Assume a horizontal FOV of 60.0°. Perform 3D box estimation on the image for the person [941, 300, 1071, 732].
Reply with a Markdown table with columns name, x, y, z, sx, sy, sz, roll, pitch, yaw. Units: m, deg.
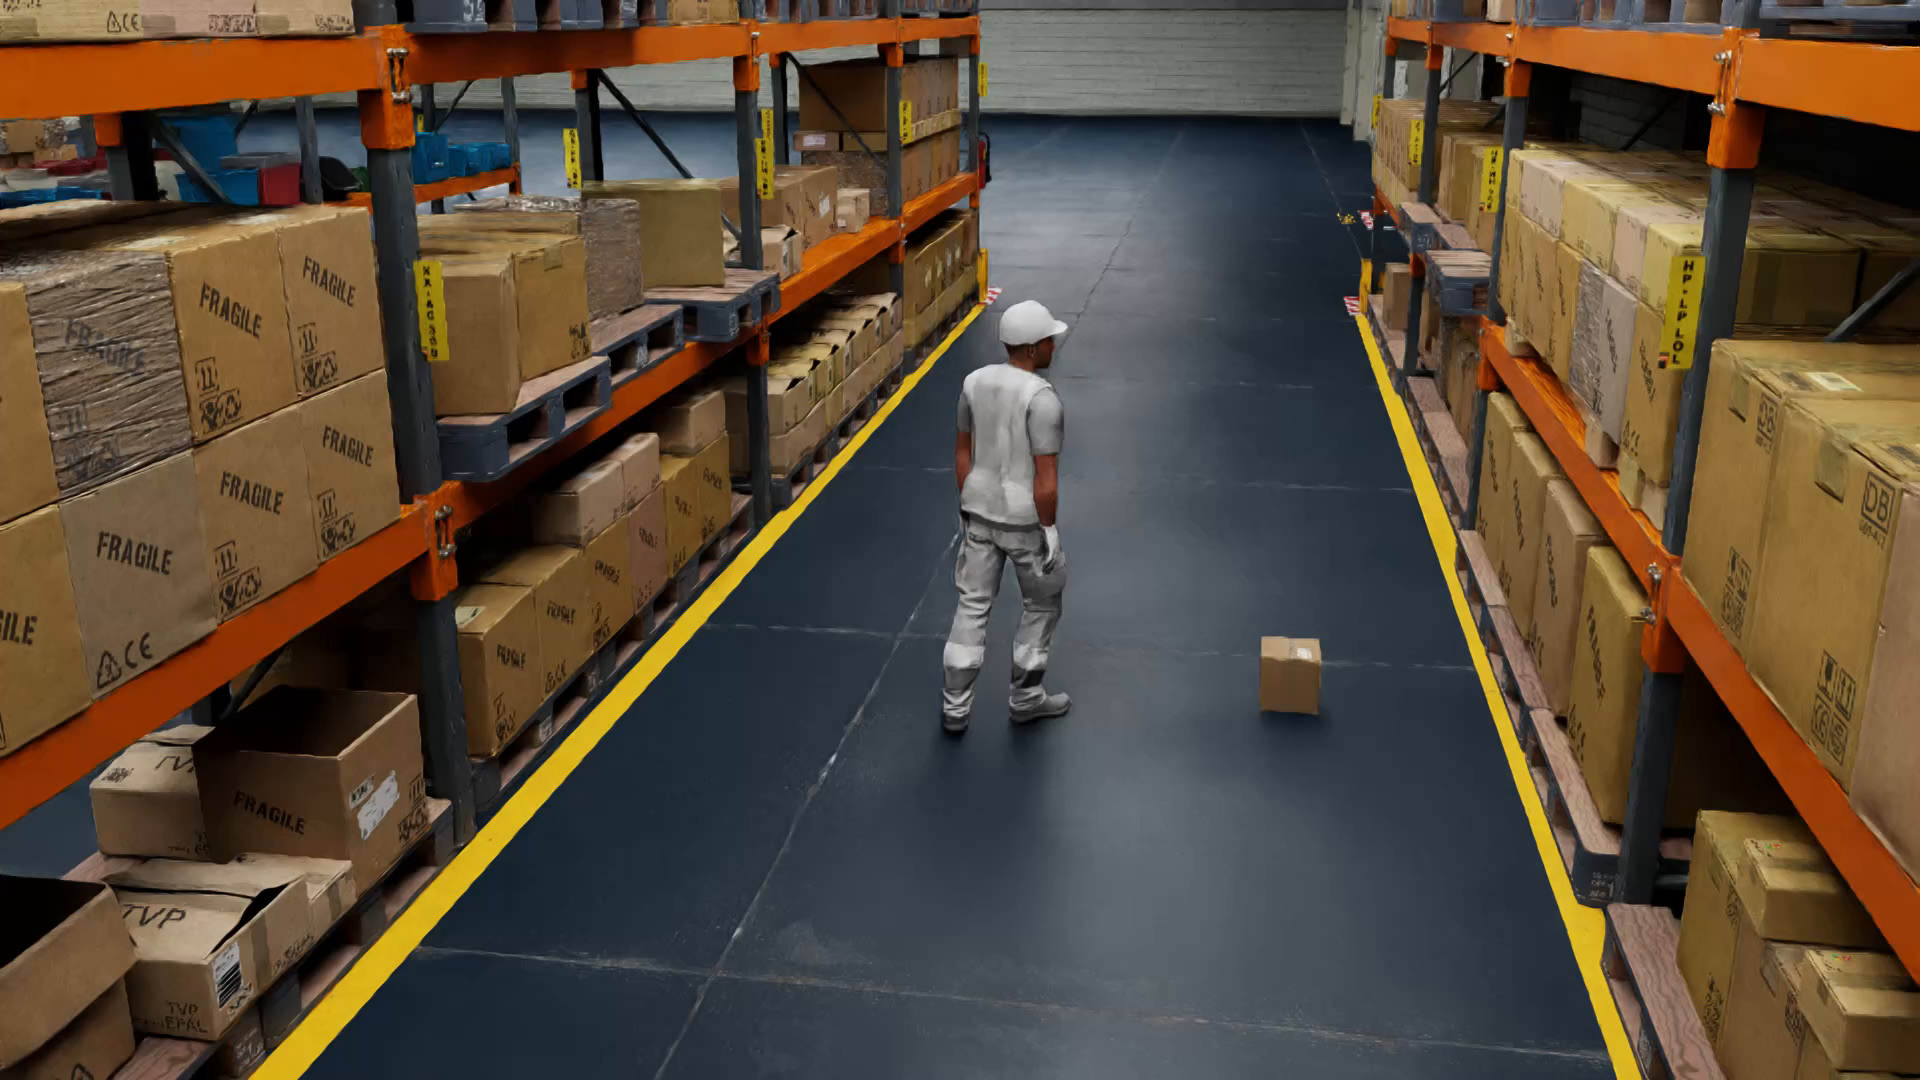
| name | x | y | z | sx | sy | sz | roll | pitch | yaw |
| --- | --- | --- | --- | --- | --- | --- | --- | --- | --- |
| person | 0.187 | -0.086 | 6.789 | 0.569 | 1.780 | 0.584 | 15 | 23 | 39 |
